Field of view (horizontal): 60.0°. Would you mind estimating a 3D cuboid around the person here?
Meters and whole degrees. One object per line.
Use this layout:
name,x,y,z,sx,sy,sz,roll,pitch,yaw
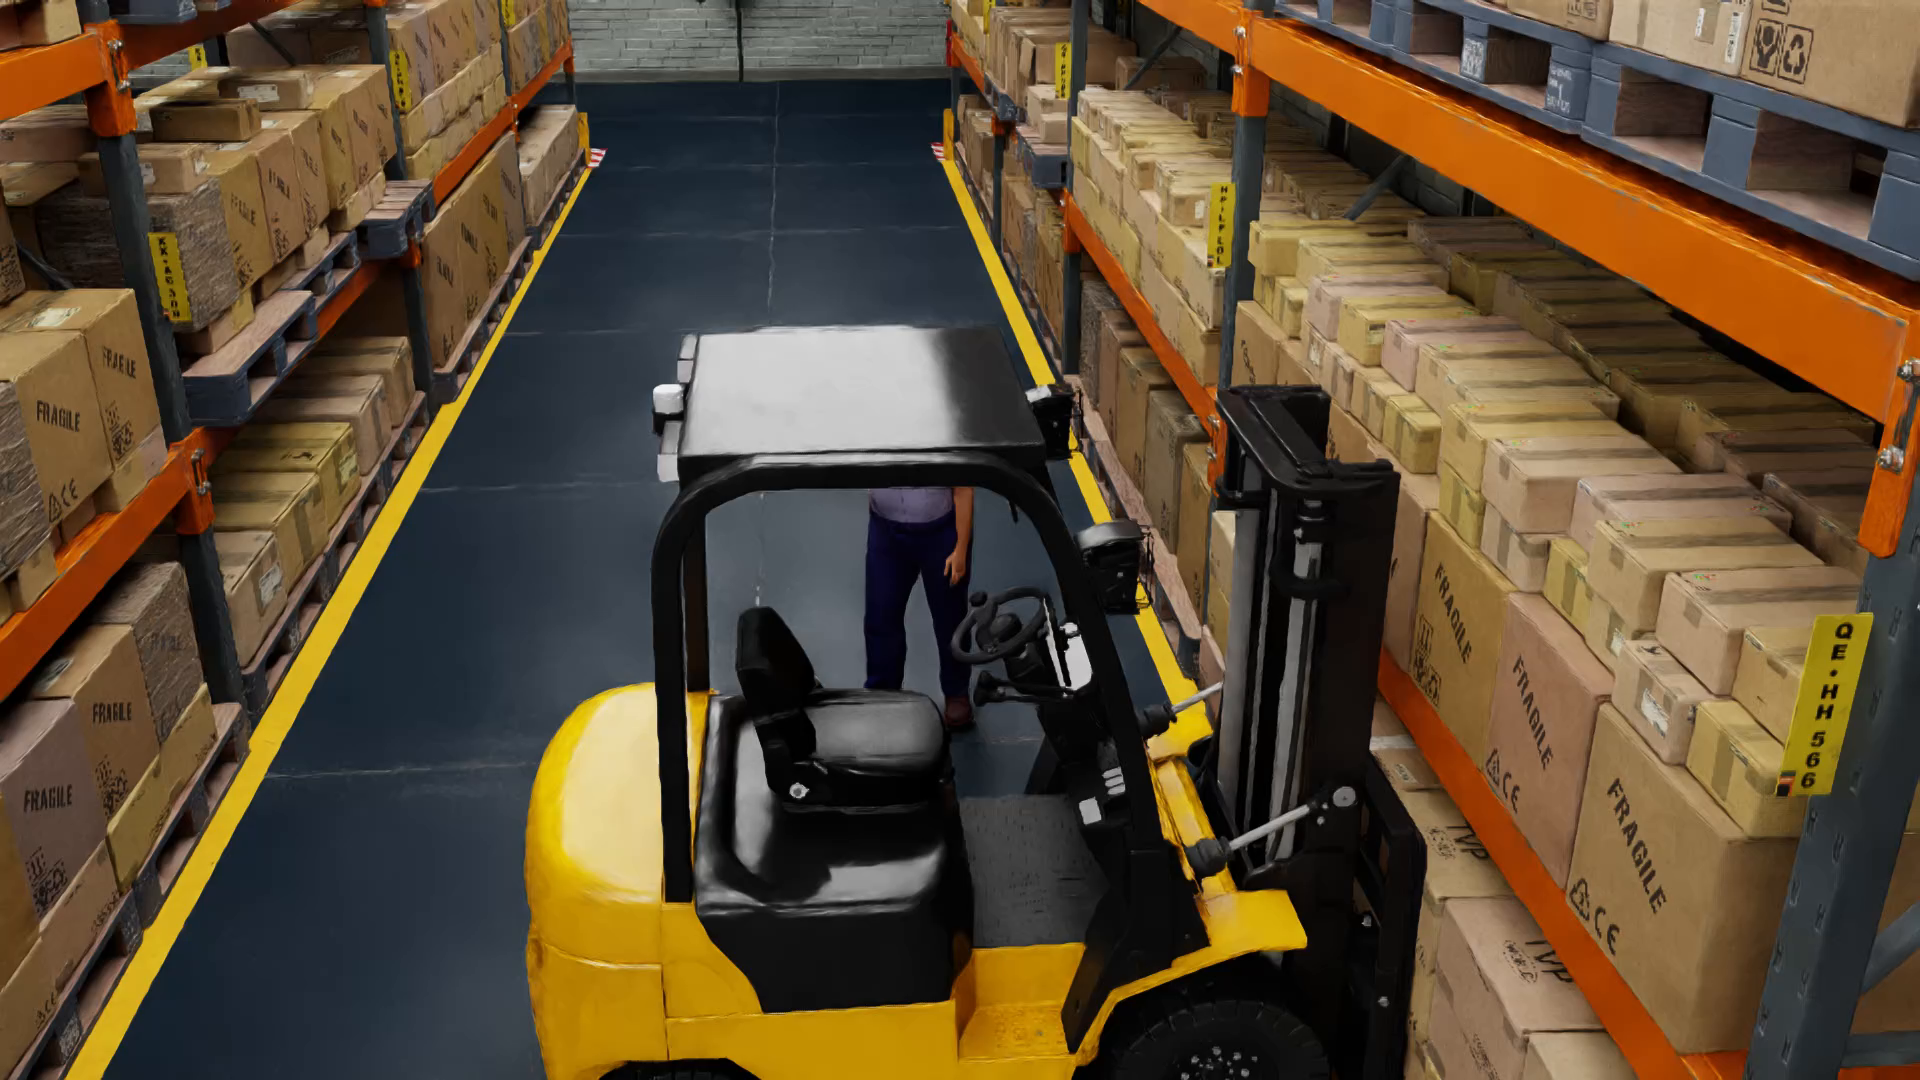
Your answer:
person,-0.187,0.016,6.572,0.490,1.643,0.576,10,26,21
